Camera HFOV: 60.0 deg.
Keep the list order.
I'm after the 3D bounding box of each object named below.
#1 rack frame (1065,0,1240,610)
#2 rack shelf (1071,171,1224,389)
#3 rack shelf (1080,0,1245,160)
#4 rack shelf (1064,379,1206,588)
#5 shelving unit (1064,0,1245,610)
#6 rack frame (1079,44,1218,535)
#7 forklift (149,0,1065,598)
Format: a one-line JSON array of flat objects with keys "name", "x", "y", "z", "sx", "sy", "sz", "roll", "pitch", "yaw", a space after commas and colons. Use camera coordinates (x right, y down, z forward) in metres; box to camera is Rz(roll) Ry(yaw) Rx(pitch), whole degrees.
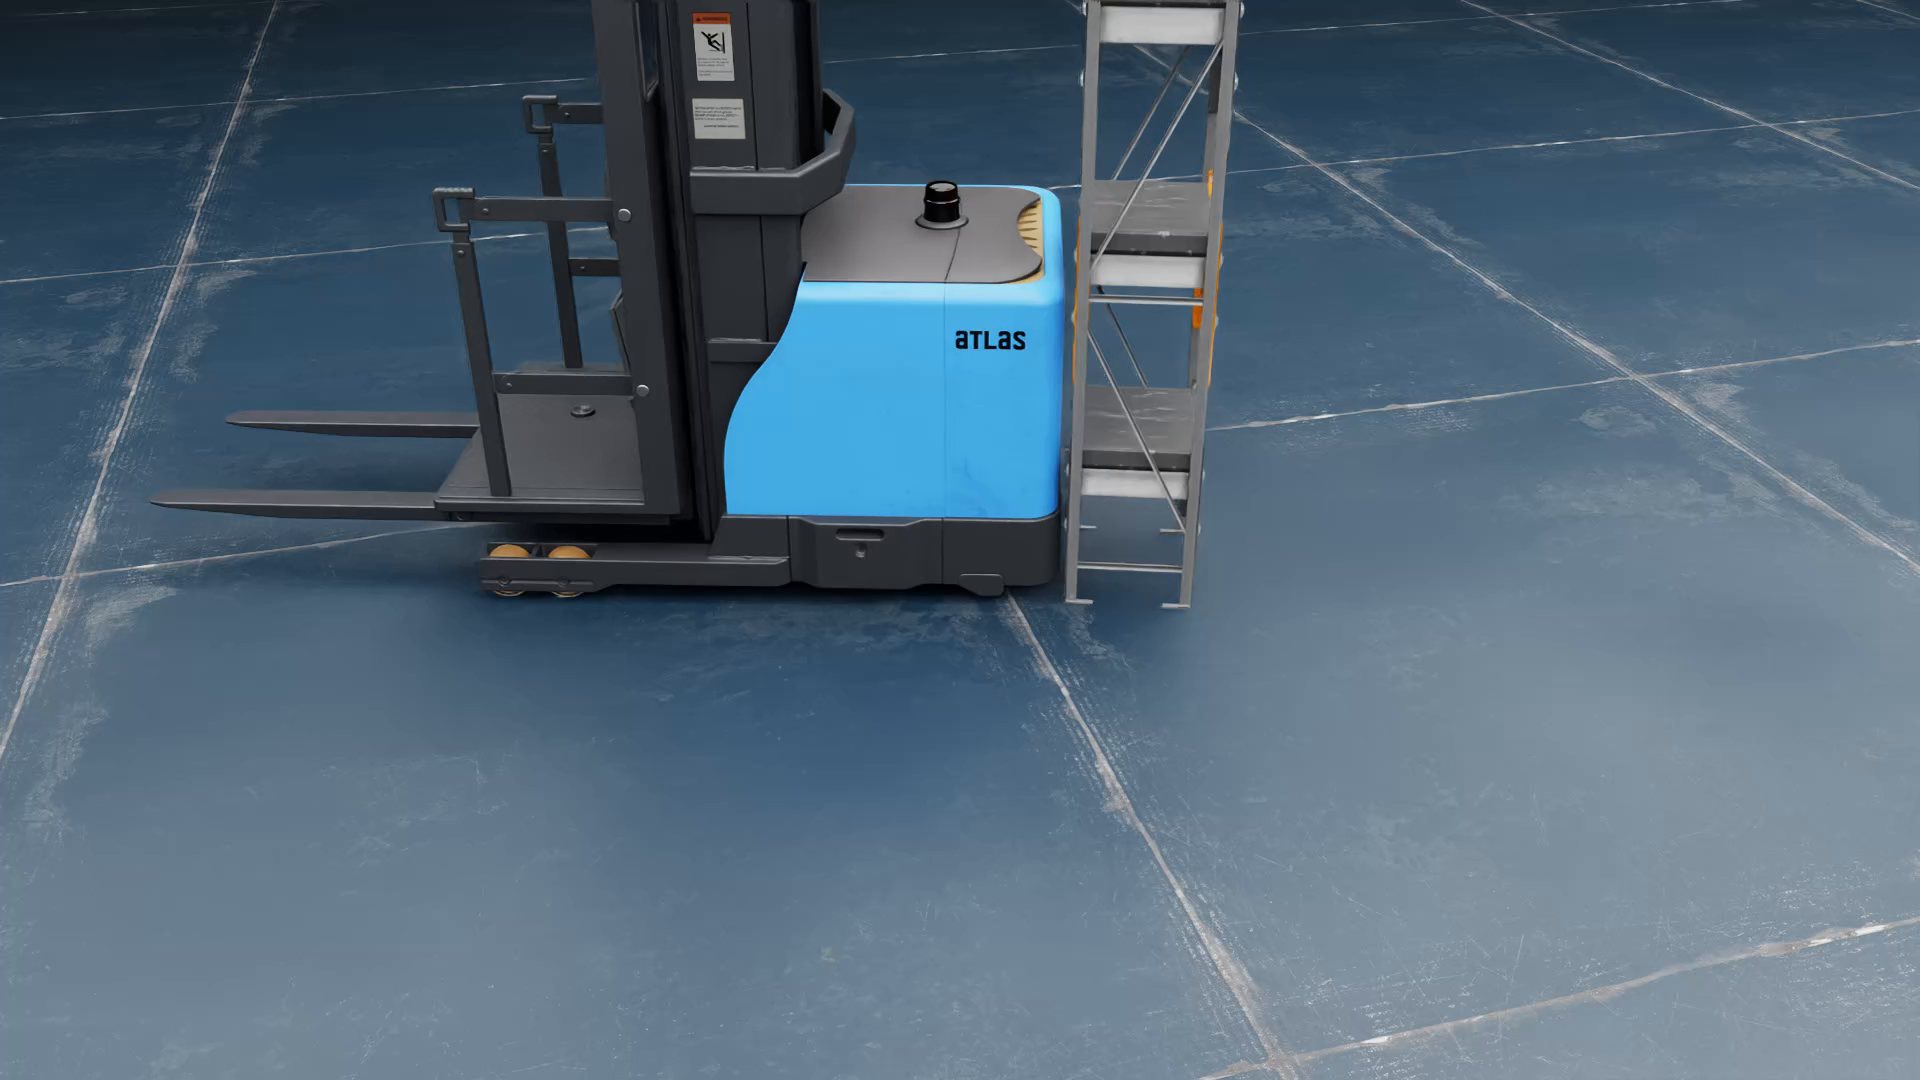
[{"name": "rack frame", "x": 0.542, "y": -0.696, "z": 4.856, "sx": 0.400, "sy": 2.100, "sz": 0.015, "roll": 3, "pitch": 30, "yaw": 4}, {"name": "rack shelf", "x": 0.564, "y": -0.806, "z": 5.073, "sx": 0.431, "sy": 0.518, "sz": 0.480, "roll": 3, "pitch": 30, "yaw": 4}, {"name": "rack shelf", "x": 0.564, "y": -1.411, "z": 4.722, "sx": 0.431, "sy": 0.518, "sz": 0.480, "roll": 3, "pitch": 30, "yaw": 4}, {"name": "rack shelf", "x": 0.563, "y": -0.200, "z": 5.424, "sx": 0.431, "sy": 0.518, "sz": 0.480, "roll": 3, "pitch": 30, "yaw": 4}, {"name": "shelving unit", "x": 0.564, "y": -0.817, "z": 5.066, "sx": 0.431, "sy": 2.100, "sz": 0.503, "roll": 3, "pitch": 30, "yaw": 4}, {"name": "rack frame", "x": 0.585, "y": -0.939, "z": 5.277, "sx": 0.400, "sy": 2.100, "sz": 0.015, "roll": 3, "pitch": 30, "yaw": 4}, {"name": "forklift", "x": -1.174, "y": -1.344, "z": 5.147, "sx": 3.031, "sy": 2.935, "sz": 1.130, "roll": 1, "pitch": 30, "yaw": 2}]
